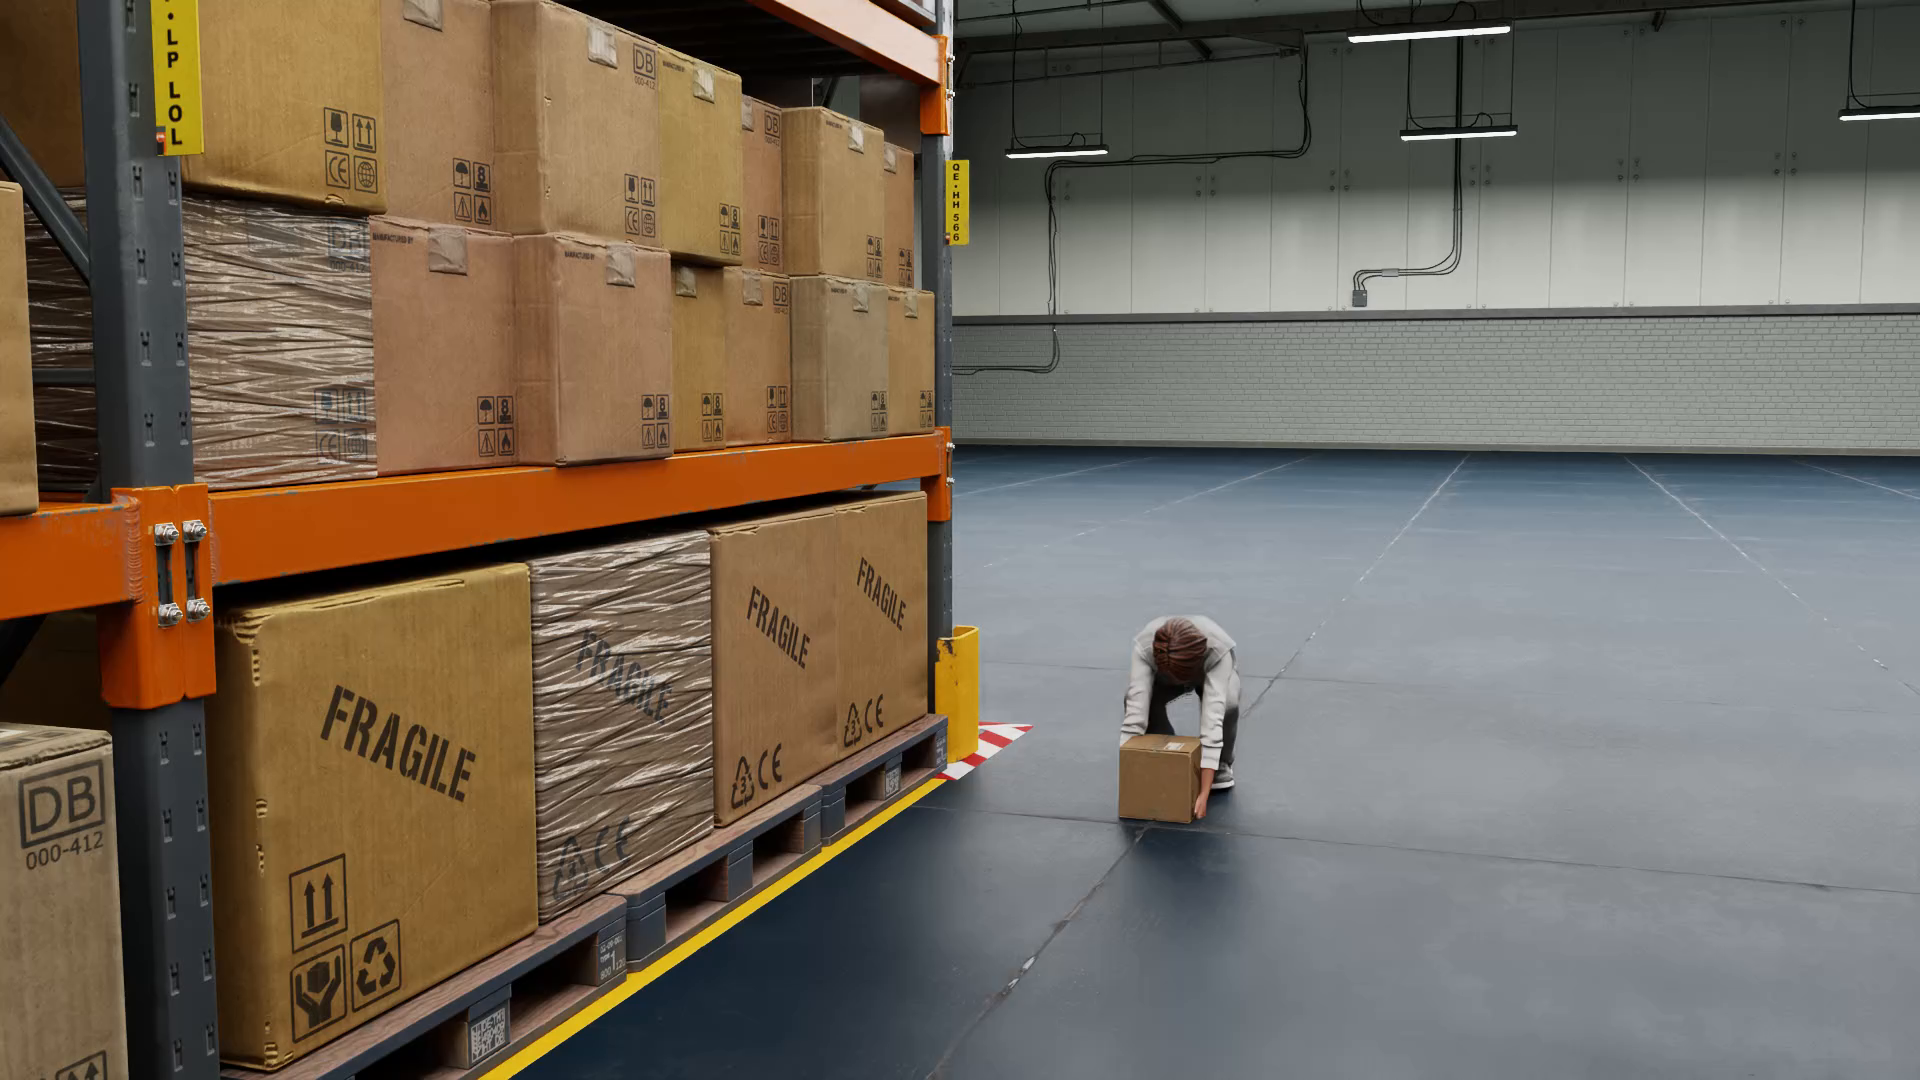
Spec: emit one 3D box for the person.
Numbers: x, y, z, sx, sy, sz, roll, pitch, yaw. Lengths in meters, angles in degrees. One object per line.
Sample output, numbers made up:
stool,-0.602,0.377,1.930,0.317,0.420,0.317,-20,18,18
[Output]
person,0.822,0.606,6.095,0.423,0.724,0.850,2,6,17
